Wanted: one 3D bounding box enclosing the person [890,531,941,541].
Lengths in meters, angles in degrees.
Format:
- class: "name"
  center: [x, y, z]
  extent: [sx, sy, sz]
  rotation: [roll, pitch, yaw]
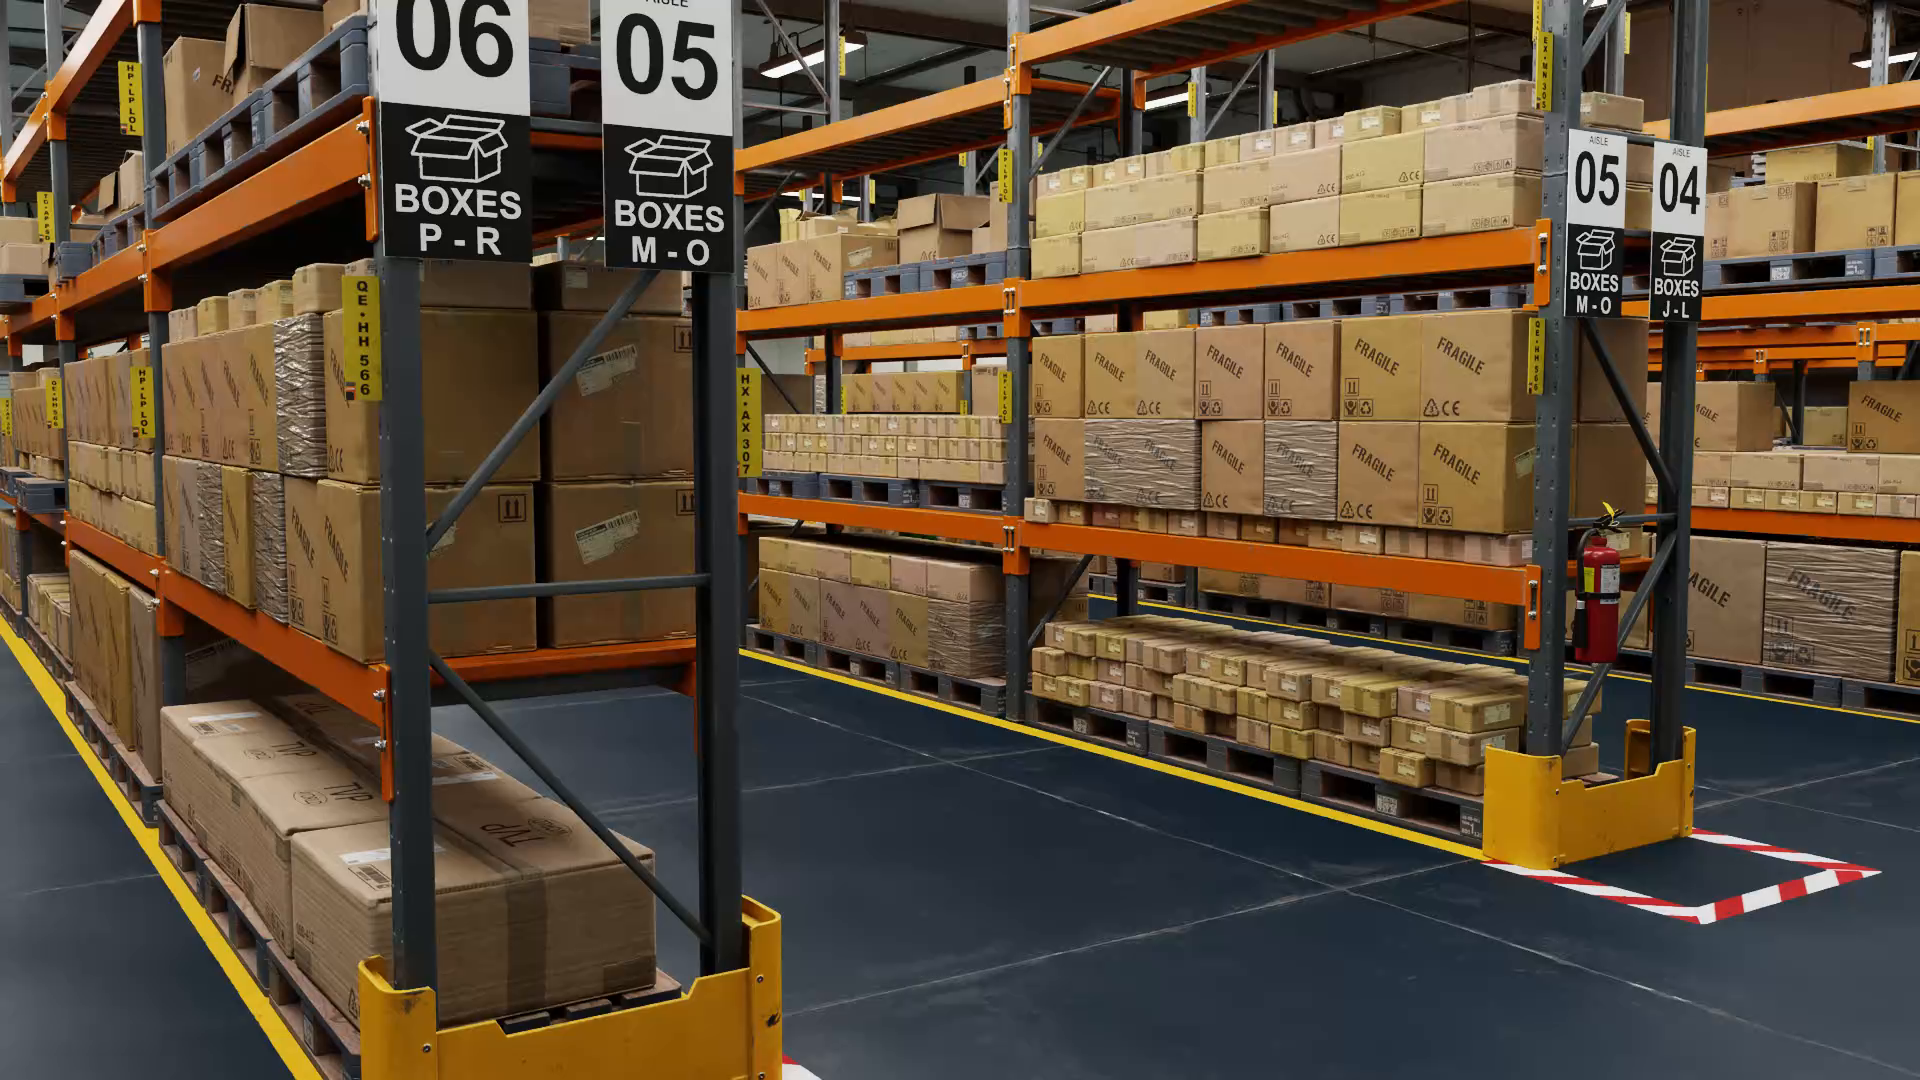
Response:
- class: "person"
  center: [-0.404, -0.109, 15.543]
  extent: [0.611, 1.777, 0.456]
  rotation: [-4, 6, -38]
